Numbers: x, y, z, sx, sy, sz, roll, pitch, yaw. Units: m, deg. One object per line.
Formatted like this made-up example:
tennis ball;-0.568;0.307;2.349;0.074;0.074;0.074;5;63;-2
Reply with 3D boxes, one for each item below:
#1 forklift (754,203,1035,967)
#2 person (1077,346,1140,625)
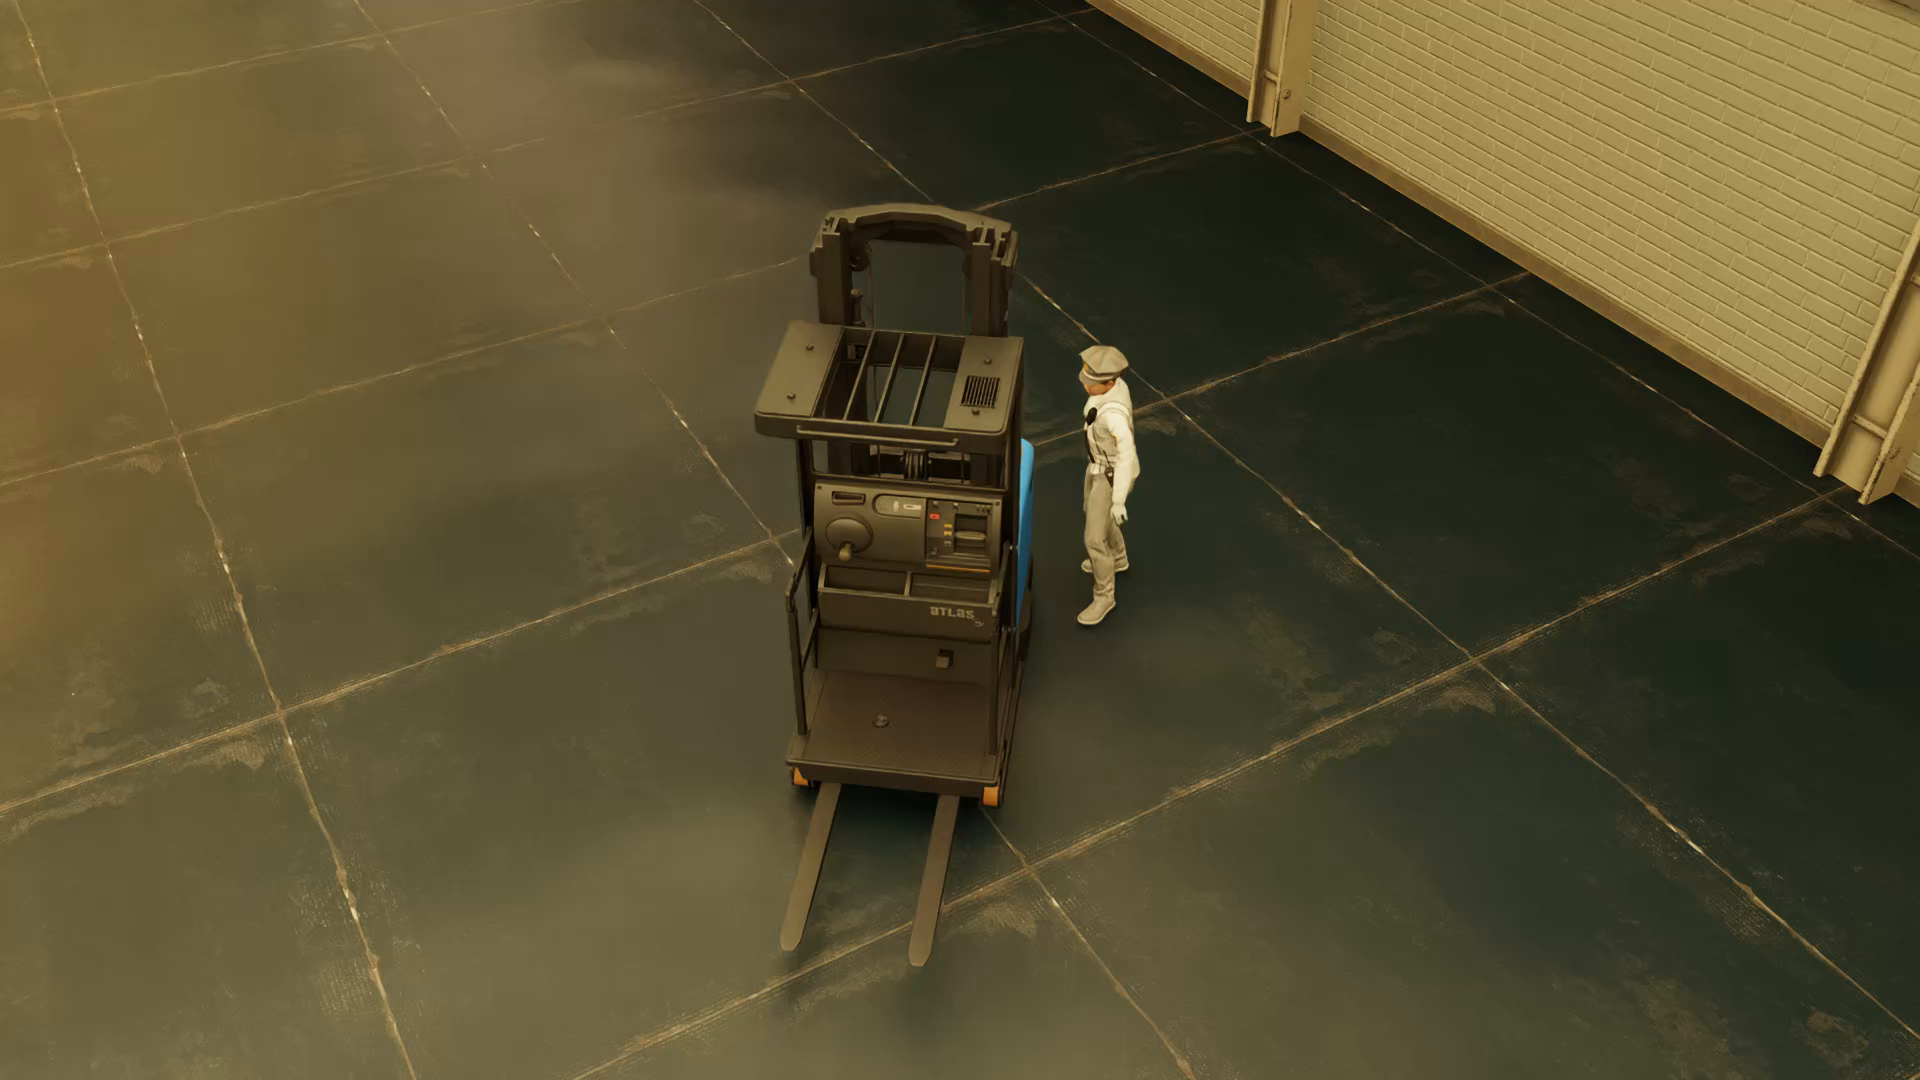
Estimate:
forklift;-0.286;0.013;8.020;1.130;2.935;3.031;5;40;6
person;0.839;-0.371;9.508;0.382;1.639;0.788;-2;40;-2
